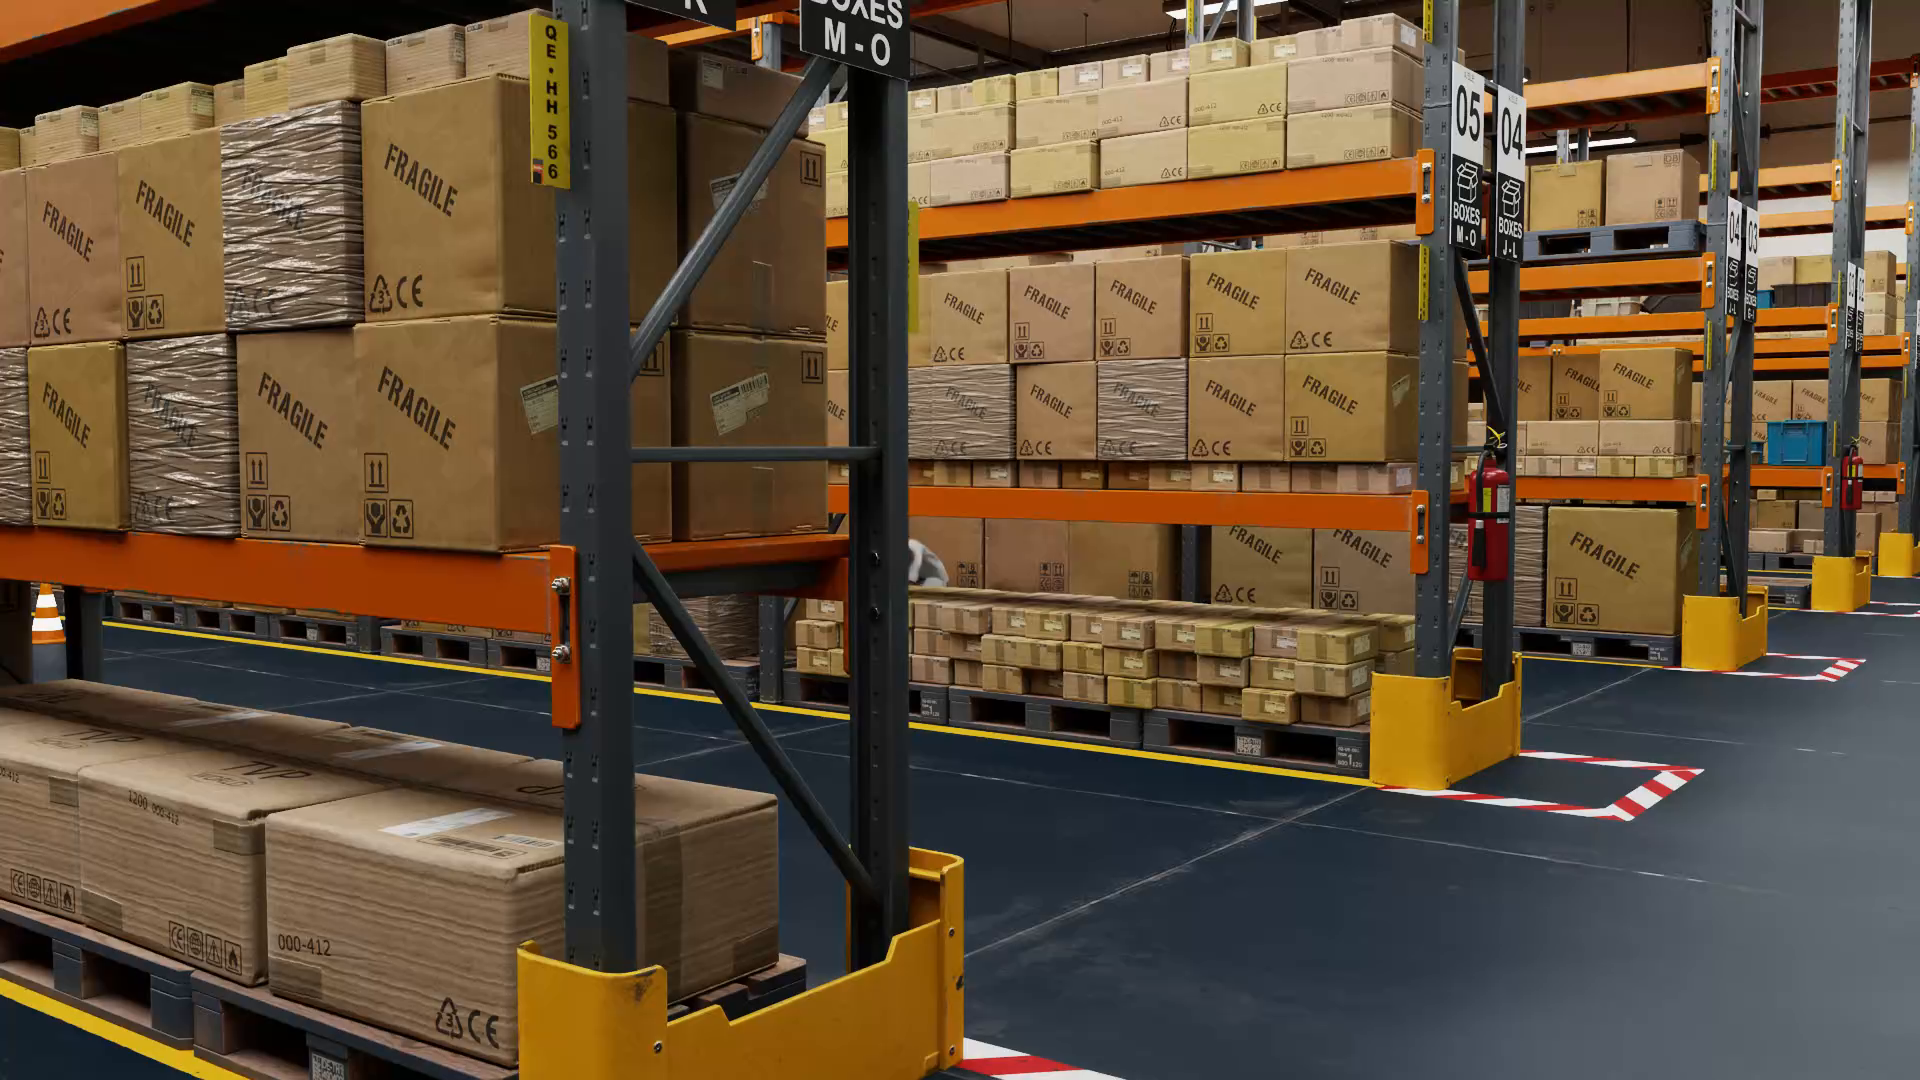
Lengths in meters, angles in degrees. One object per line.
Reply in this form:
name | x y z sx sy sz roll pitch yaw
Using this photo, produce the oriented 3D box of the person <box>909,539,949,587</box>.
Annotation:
person | -0.407 0.370 12.157 0.461 0.938 0.830 2 4 34
